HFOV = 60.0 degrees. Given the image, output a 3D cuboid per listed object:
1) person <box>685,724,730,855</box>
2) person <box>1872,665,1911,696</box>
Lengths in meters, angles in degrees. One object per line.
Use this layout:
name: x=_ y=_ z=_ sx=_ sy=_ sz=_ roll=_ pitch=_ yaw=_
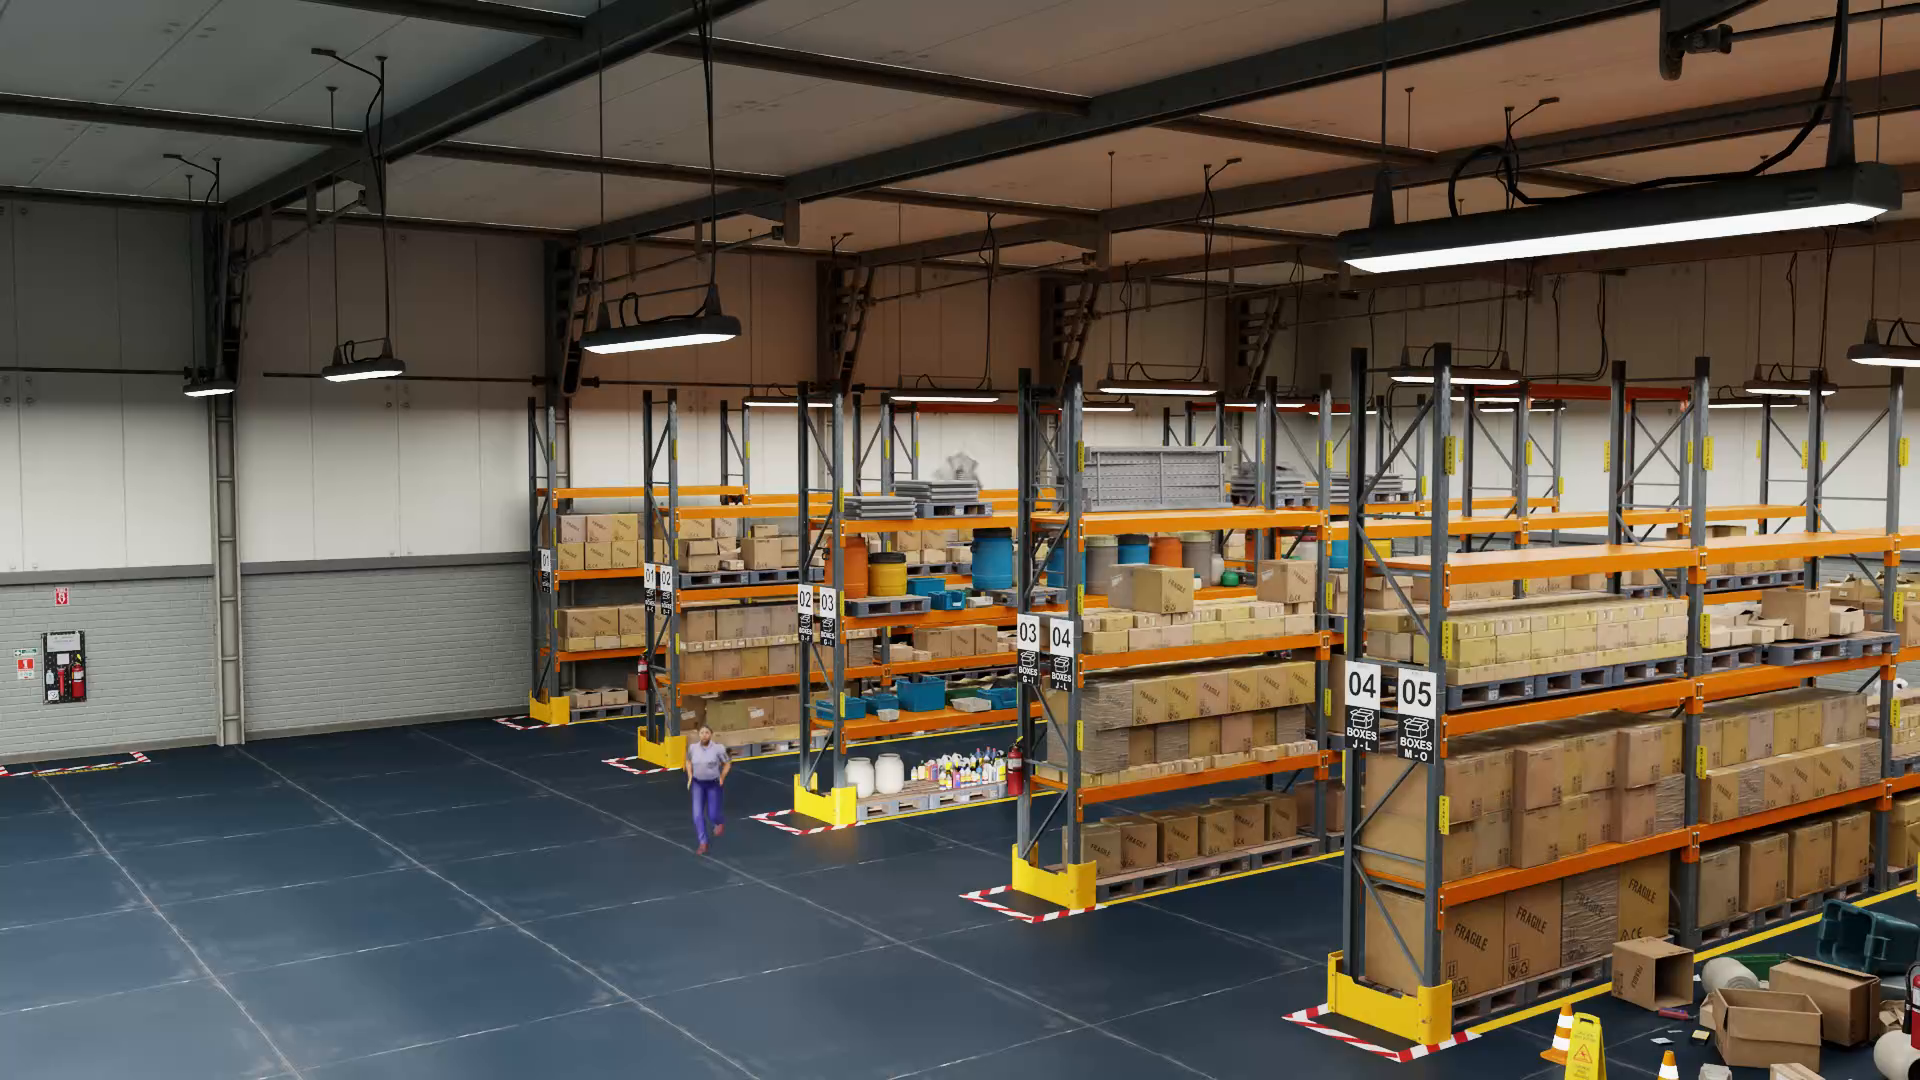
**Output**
person: x=-3.215 y=3.132 z=21.139 sx=0.567 sy=1.592 sz=0.749 roll=0 pitch=3 yaw=3
person: x=15.061 y=2.771 z=26.809 sx=0.641 sy=1.593 sz=0.491 roll=2 pitch=4 yaw=28
